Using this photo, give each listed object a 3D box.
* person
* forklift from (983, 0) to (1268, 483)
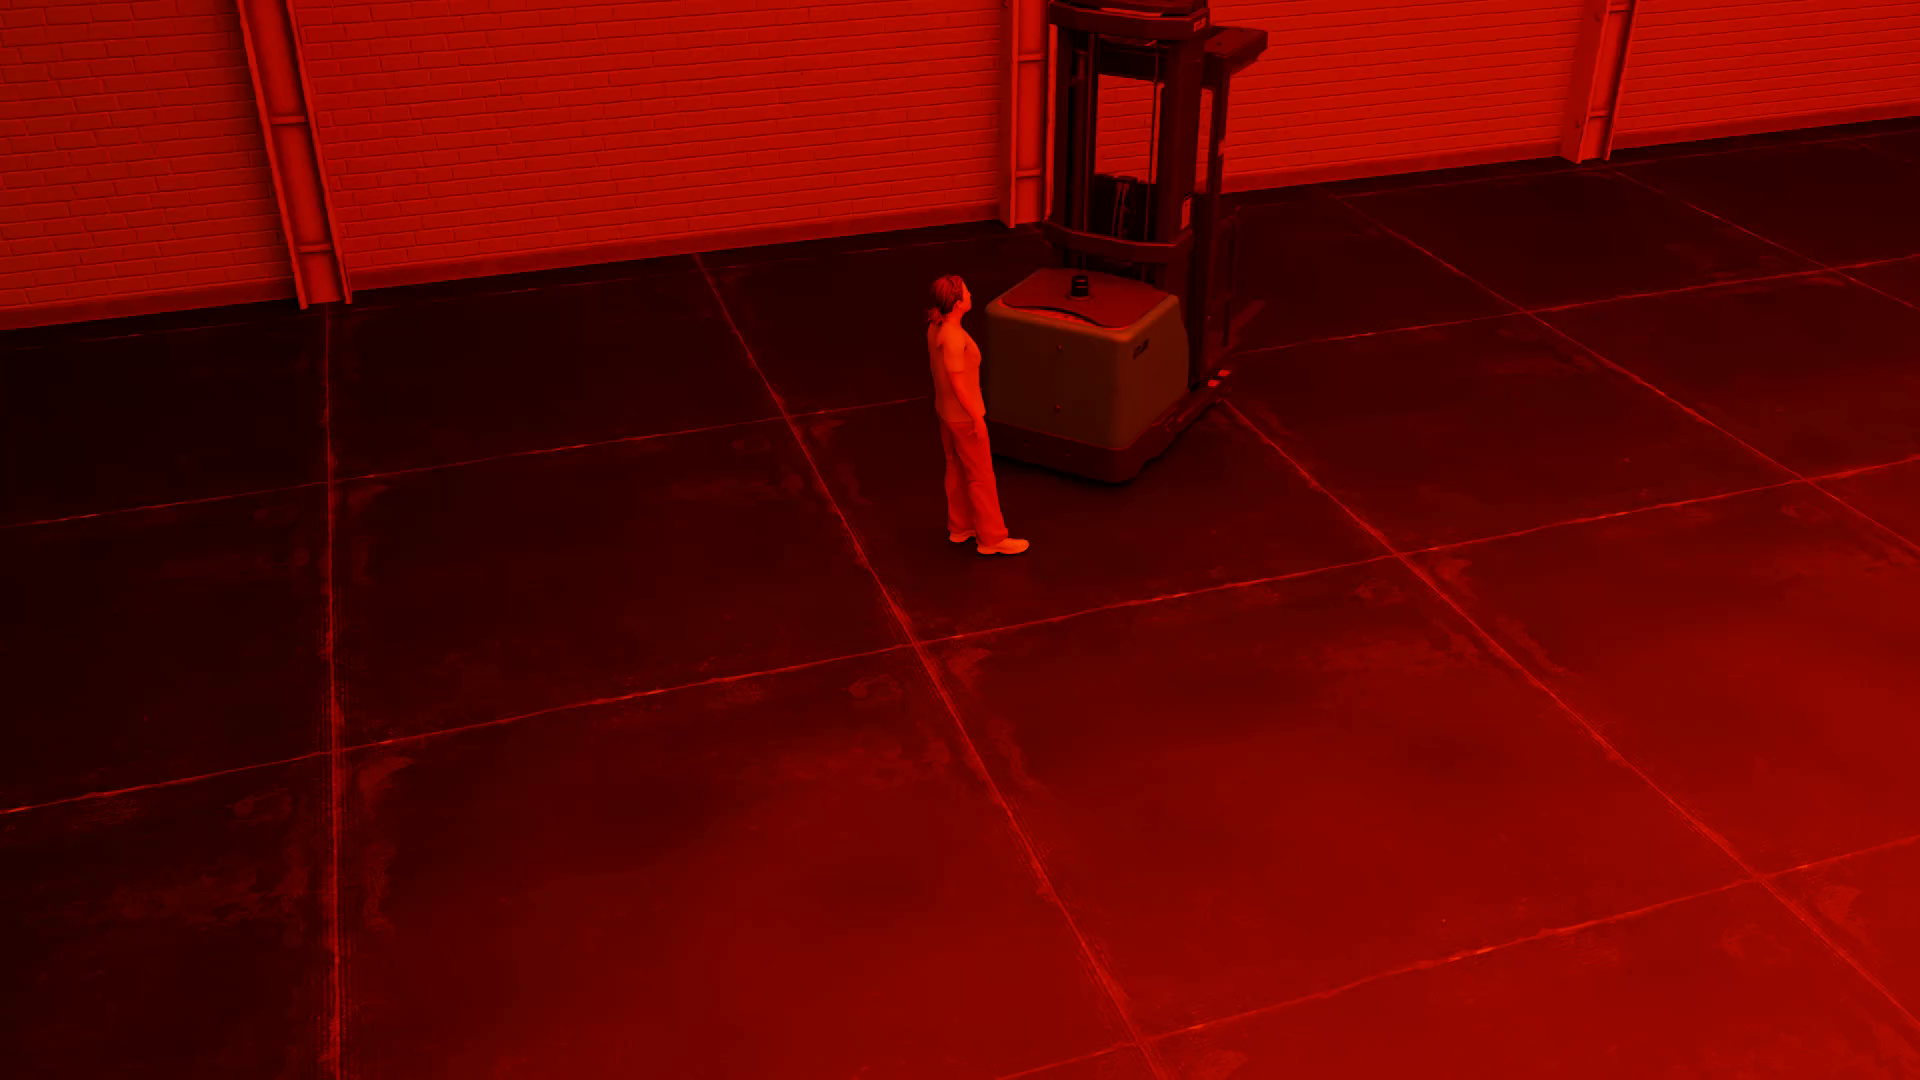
[{"bbox_3d":[0.073,-0.739,9.616,0.548,1.674,0.555,-10,31,-16],"label":"person"},{"bbox_3d":[1.306,-2.333,11.141,1.130,2.935,3.031,16,34,25],"label":"forklift"}]
